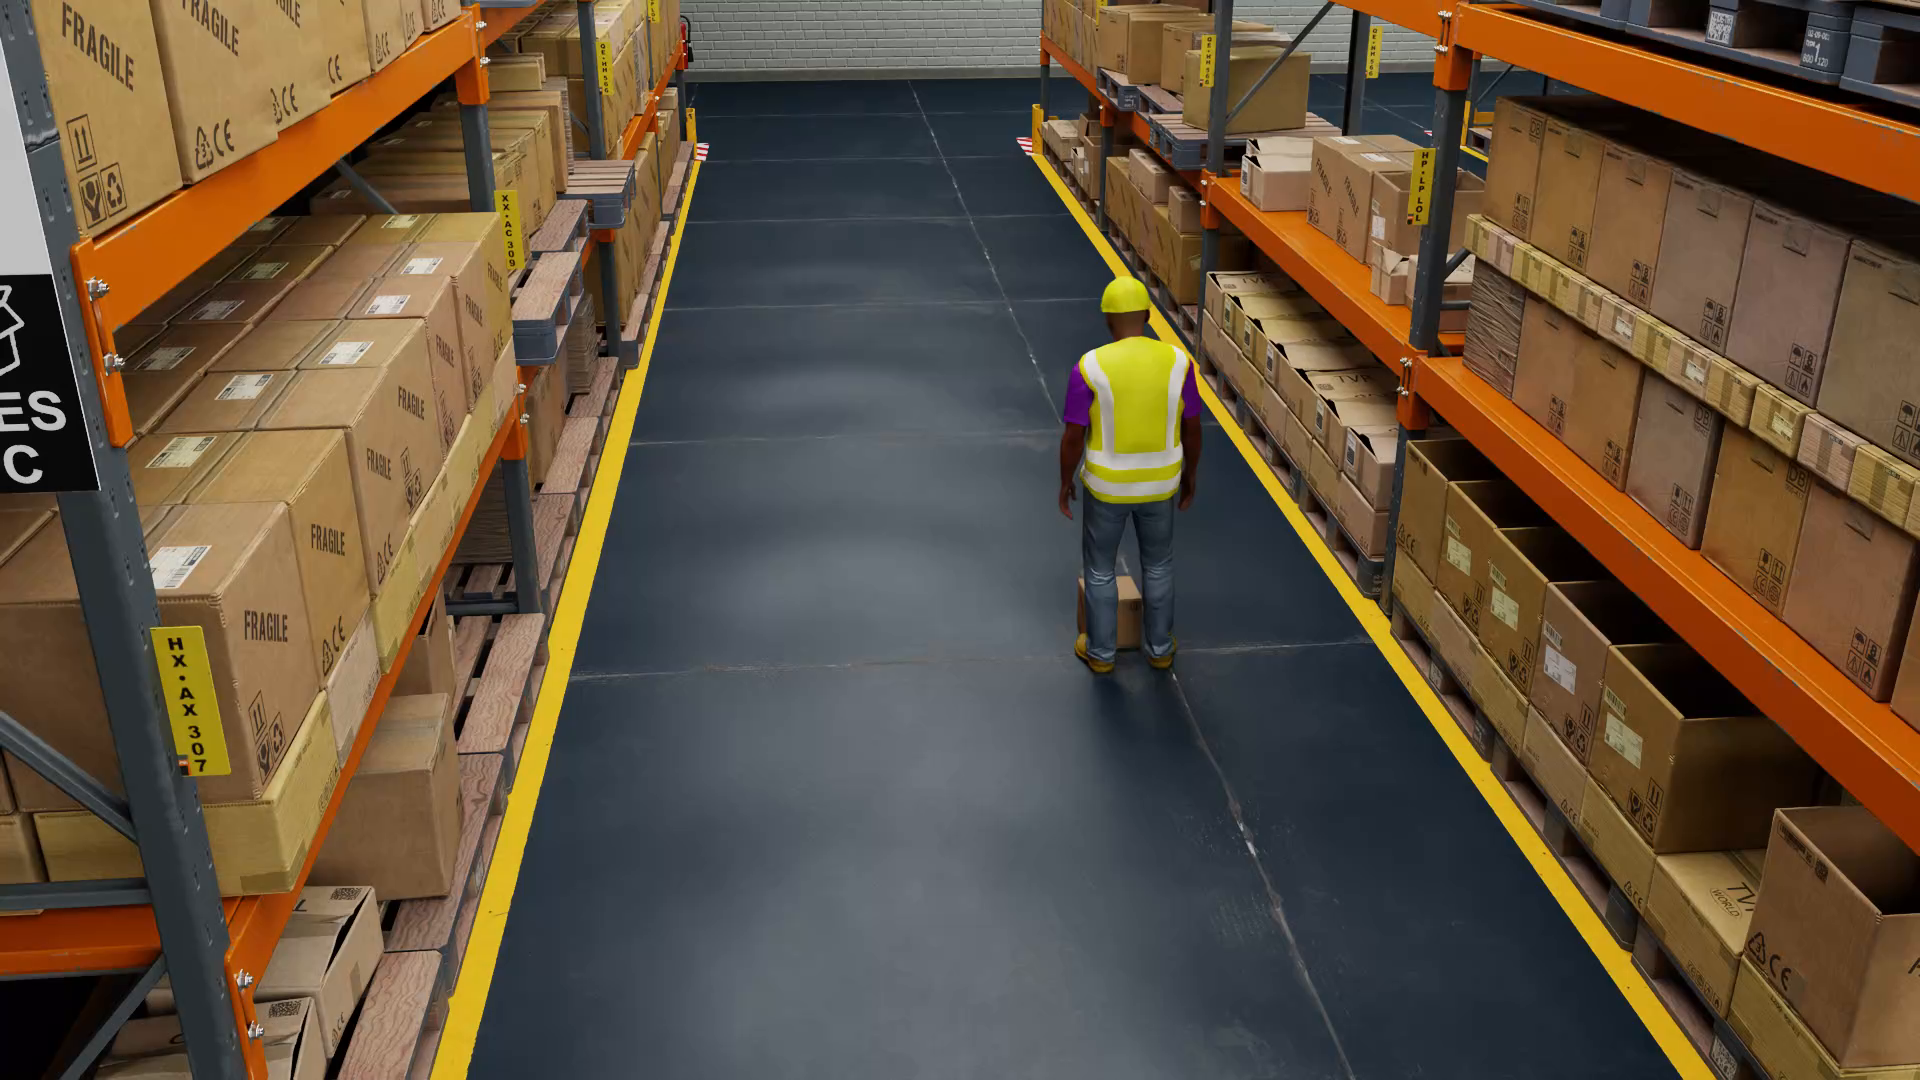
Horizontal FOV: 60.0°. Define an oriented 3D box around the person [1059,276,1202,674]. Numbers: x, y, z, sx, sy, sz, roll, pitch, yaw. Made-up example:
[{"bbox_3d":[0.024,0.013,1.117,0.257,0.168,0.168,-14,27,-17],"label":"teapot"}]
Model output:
[{"bbox_3d":[0.724,-0.264,7.182,0.621,1.759,0.461,-3,24,-7],"label":"person"}]
